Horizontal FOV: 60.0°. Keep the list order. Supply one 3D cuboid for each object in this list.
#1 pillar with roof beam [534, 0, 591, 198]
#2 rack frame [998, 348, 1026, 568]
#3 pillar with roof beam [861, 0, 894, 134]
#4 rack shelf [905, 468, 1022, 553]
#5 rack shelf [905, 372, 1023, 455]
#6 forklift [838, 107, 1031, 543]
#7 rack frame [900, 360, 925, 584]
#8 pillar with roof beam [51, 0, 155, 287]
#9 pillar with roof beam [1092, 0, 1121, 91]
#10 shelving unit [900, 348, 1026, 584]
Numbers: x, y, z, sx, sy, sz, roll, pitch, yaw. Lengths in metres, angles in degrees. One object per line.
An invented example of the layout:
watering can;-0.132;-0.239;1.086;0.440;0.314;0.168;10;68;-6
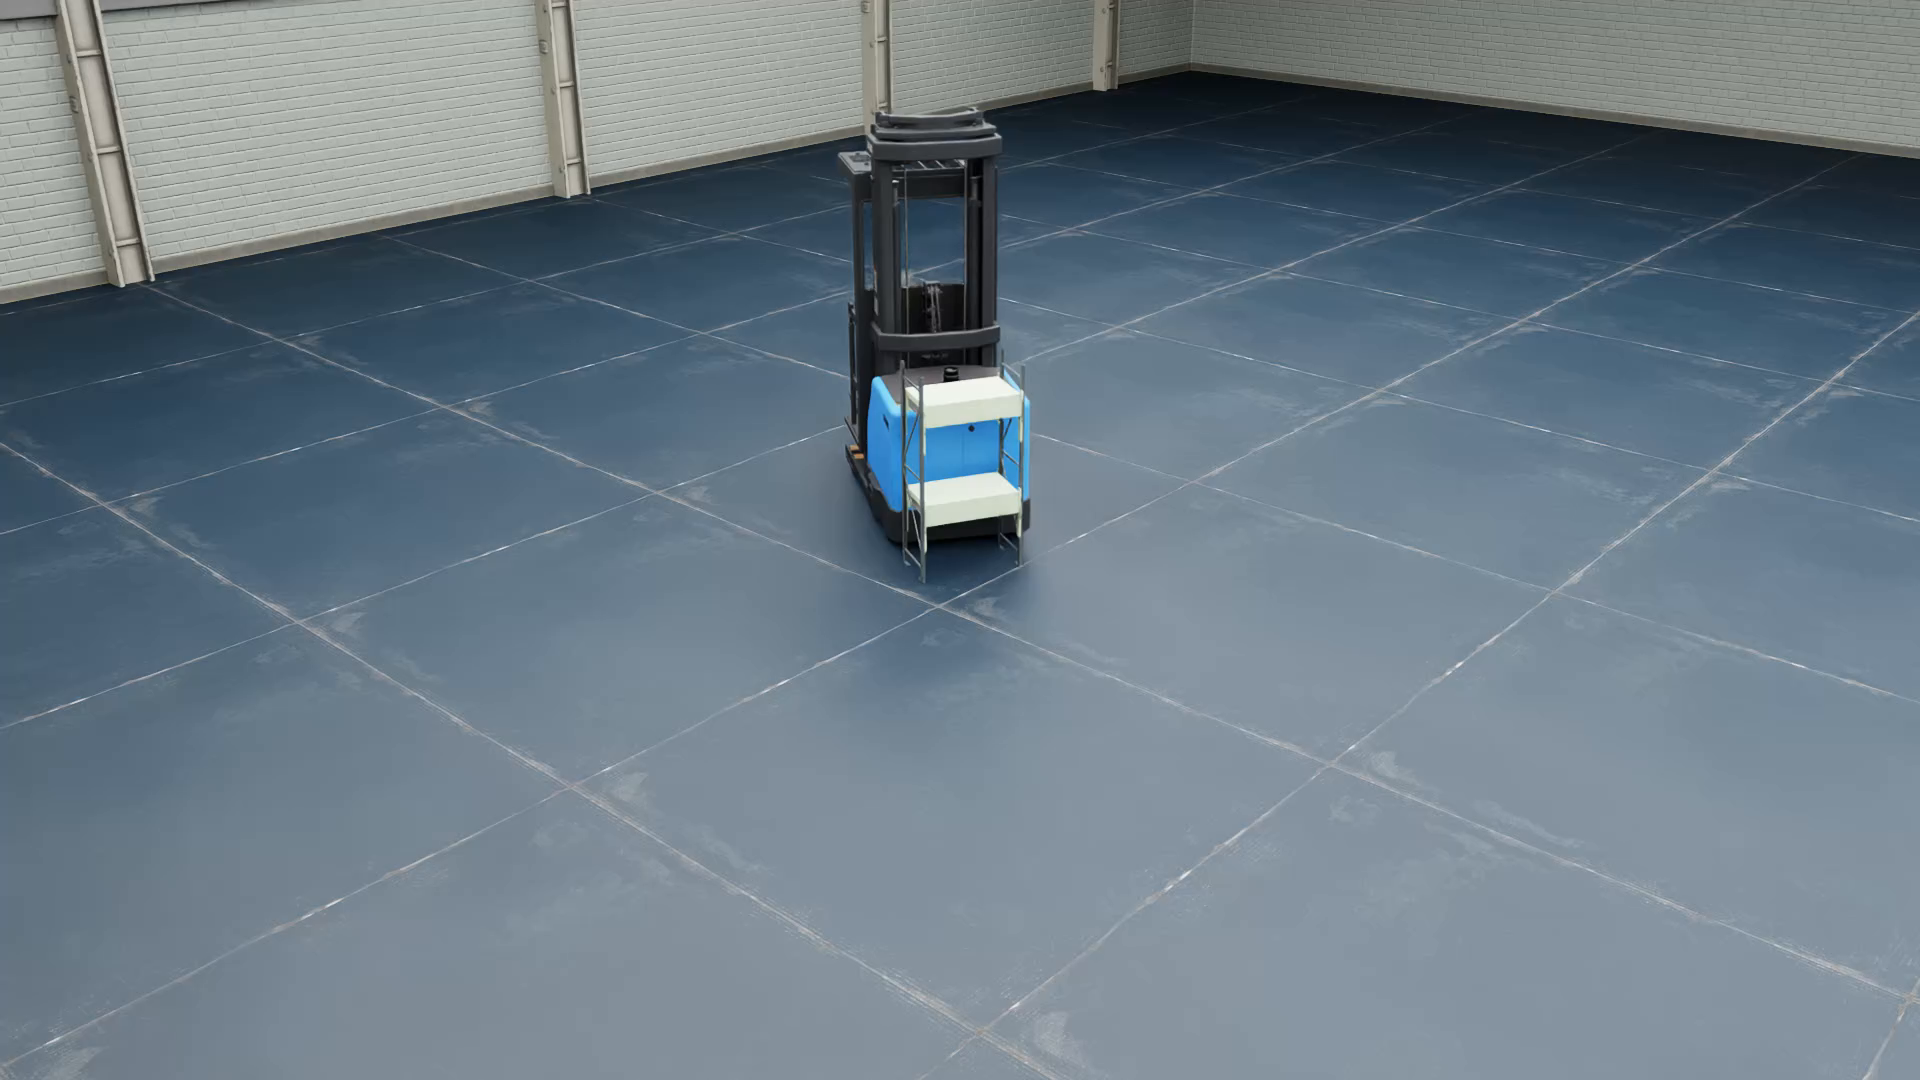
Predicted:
pillar with roof beam;-2.110;-7.671;18.330;9.100;9.000;0.400;20;31;38
rack frame;0.358;-0.566;11.651;0.023;1.500;0.400;-9;26;-19
pillar with roof beam;1.894;-9.499;22.408;9.100;9.000;0.400;20;31;38
rack shelf;0.017;-0.214;11.662;0.720;0.370;0.431;-9;26;-19
rack shelf;0.017;-0.868;11.369;0.720;0.370;0.431;-9;26;-19
forklift;-0.313;-1.894;12.864;1.130;2.935;3.031;-5;25;-12
rack frame;-0.323;-0.457;11.407;0.023;1.500;0.400;-9;26;-19
pillar with roof beam;-6.114;-5.843;14.253;9.100;9.000;0.400;20;31;38
pillar with roof beam;5.899;-11.327;26.485;9.100;9.000;0.400;20;31;38
shelving unit;0.017;-0.511;11.529;0.755;1.500;0.431;-9;26;-19
